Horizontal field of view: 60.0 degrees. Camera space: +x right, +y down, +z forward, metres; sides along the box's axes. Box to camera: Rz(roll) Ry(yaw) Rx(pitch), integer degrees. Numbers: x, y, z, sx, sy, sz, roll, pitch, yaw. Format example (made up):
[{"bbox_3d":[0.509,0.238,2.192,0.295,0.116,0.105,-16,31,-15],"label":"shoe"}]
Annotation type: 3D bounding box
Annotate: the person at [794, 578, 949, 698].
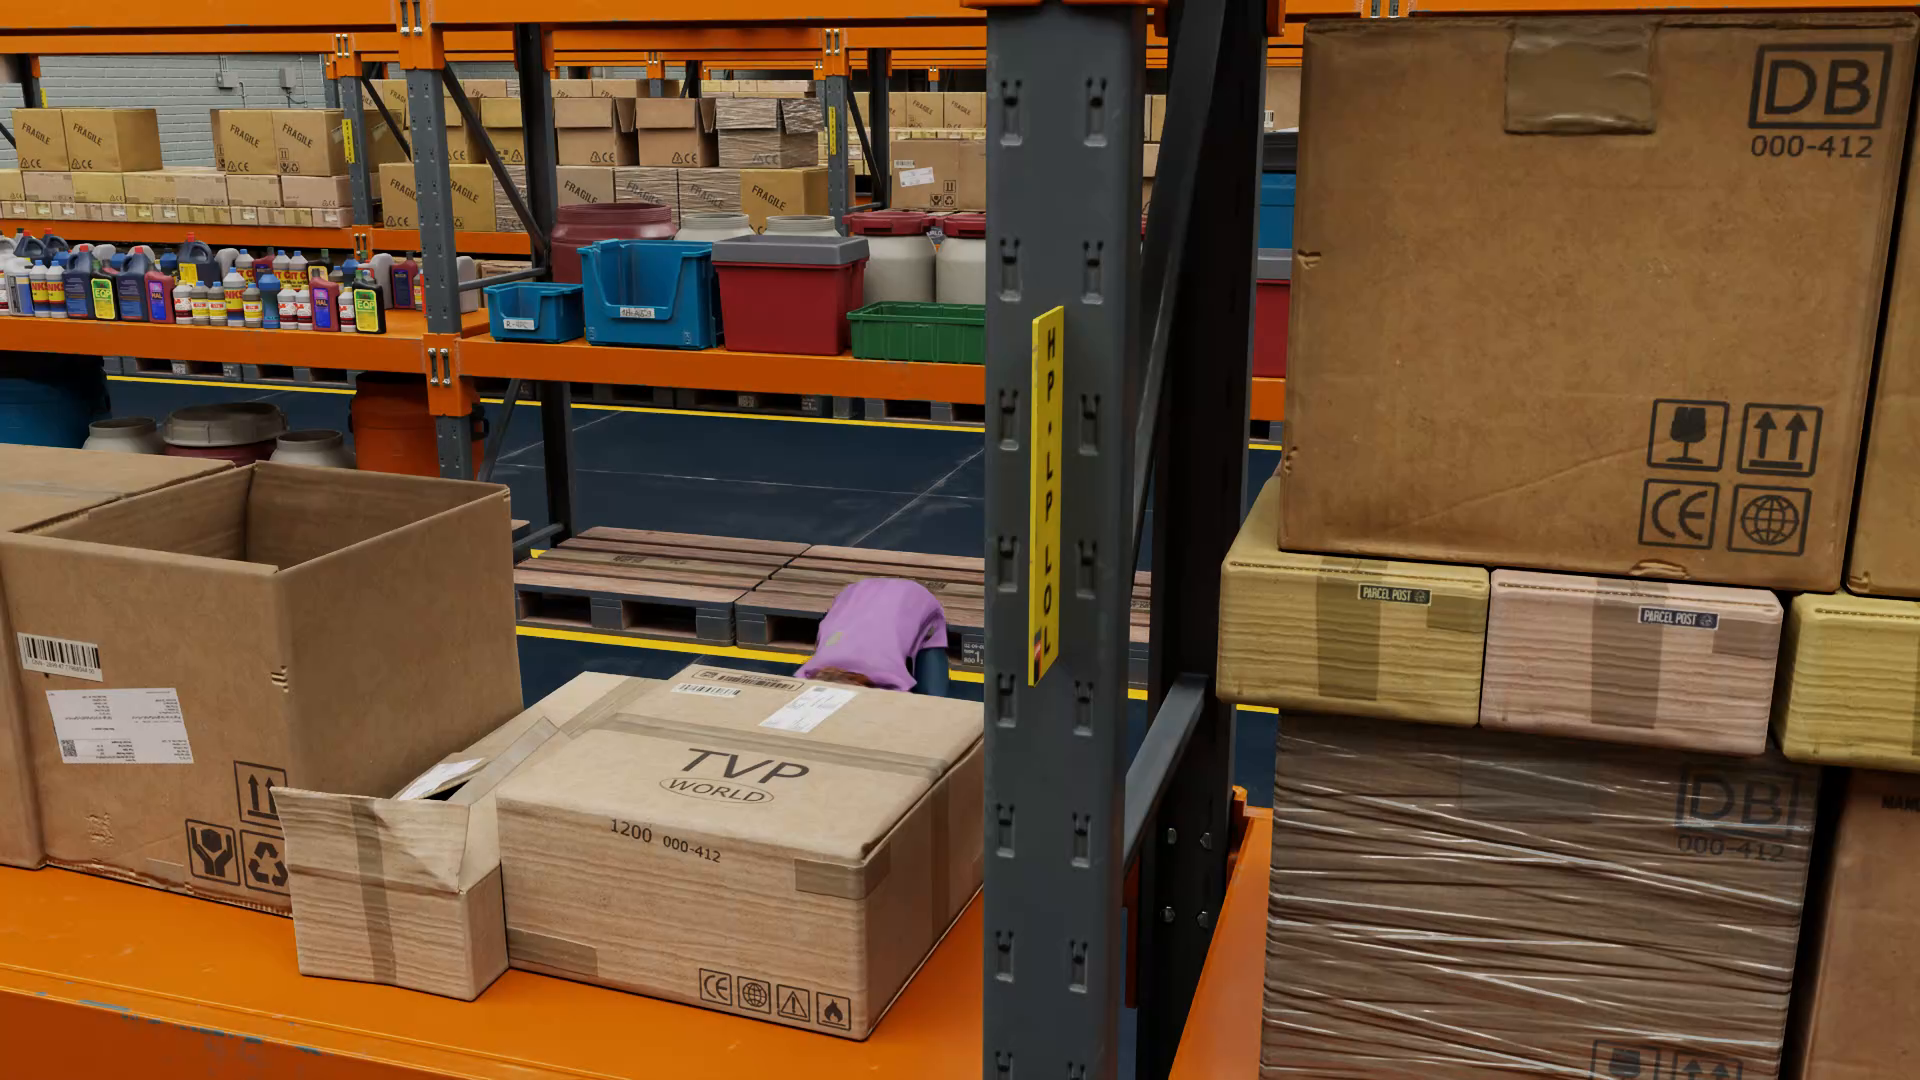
[{"bbox_3d":[-0.274,0.636,4.926,0.409,0.959,0.868,4,16,14],"label":"person"}]
